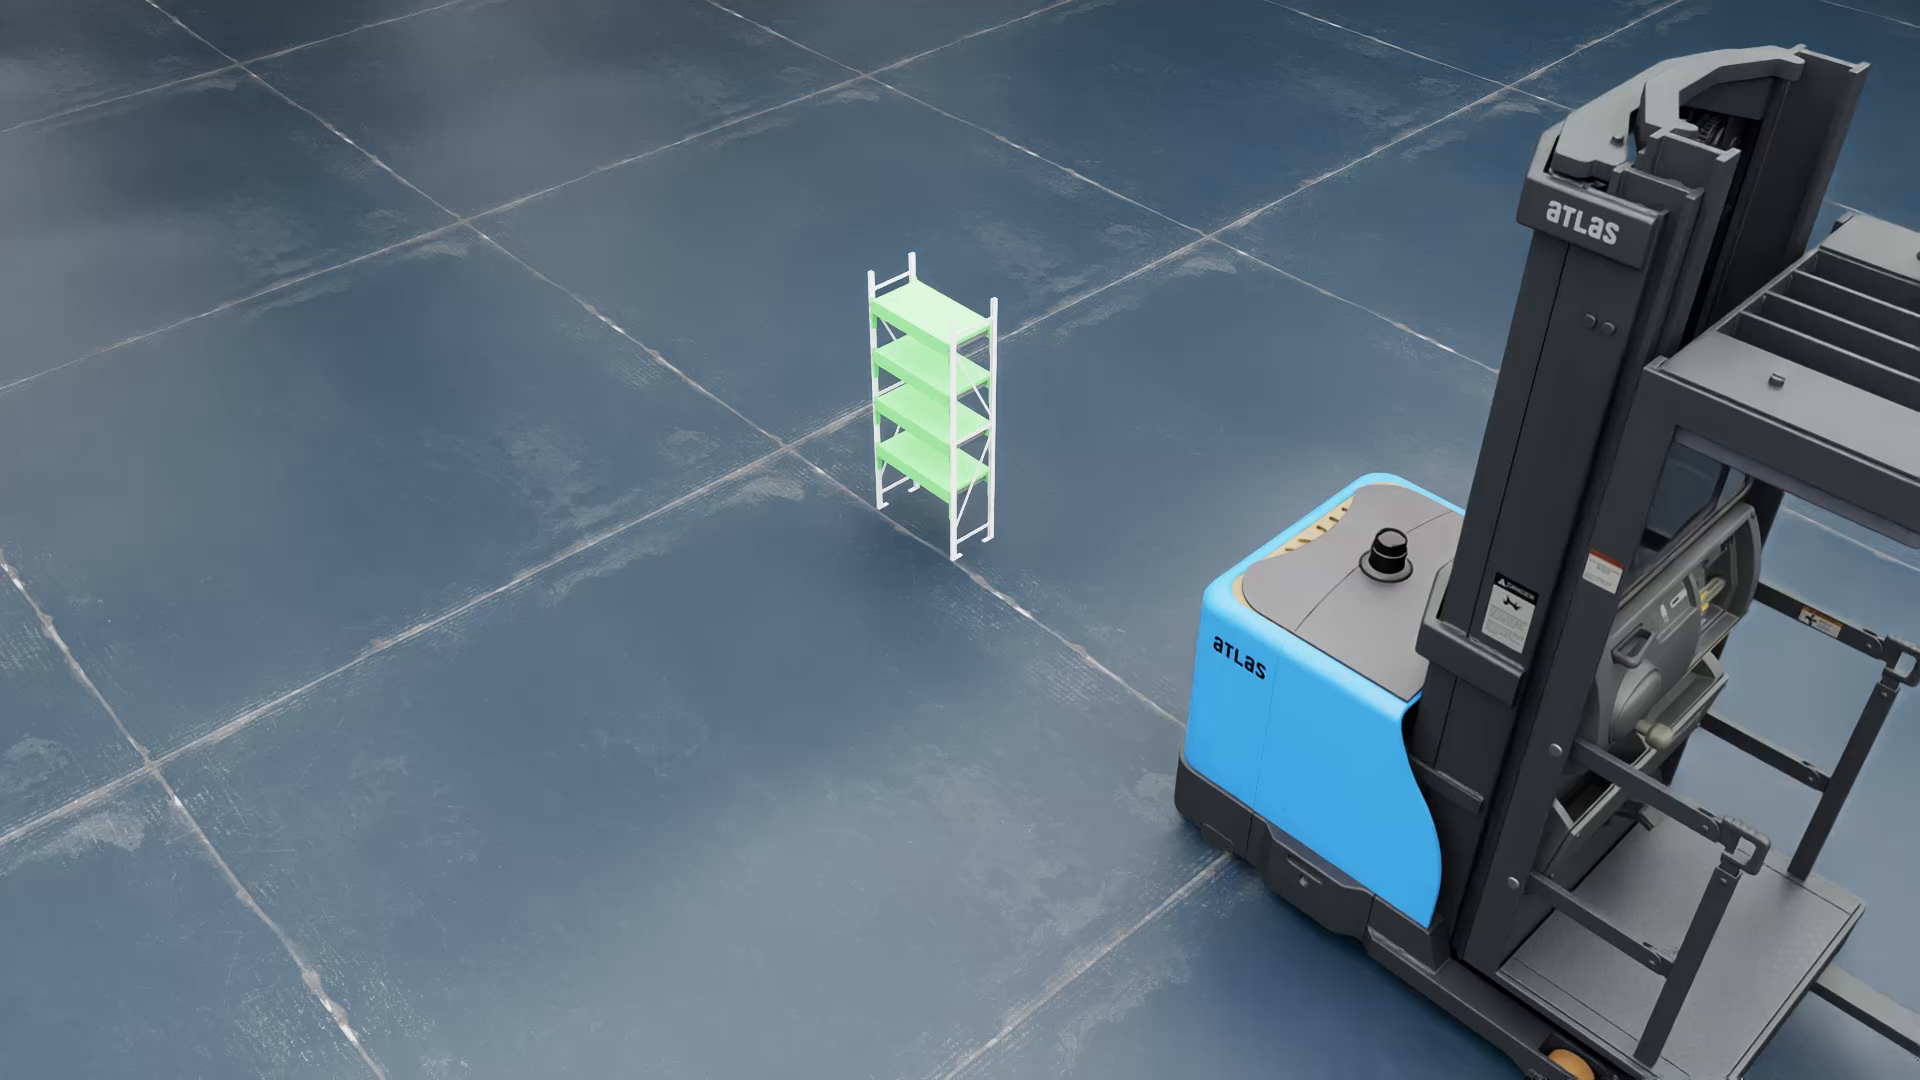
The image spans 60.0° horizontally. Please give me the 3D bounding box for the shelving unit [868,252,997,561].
[{"bbox_3d":[-0.112,-0.543,6.968,0.258,1.200,0.503,-30,48,-32],"label":"shelving unit"}]

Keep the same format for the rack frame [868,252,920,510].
[{"bbox_3d":[-0.277,-0.656,7.108,0.240,1.200,0.015,-30,48,-32],"label":"rack frame"}]

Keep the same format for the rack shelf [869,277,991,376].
[{"bbox_3d":[-0.112,-0.867,6.706,0.258,0.148,0.480,-30,48,-32],"label":"rack shelf"}]

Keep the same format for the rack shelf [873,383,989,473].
[{"bbox_3d":[-0.112,-0.494,7.008,0.258,0.148,0.480,-30,48,-32],"label":"rack shelf"}]

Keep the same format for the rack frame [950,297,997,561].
[{"bbox_3d":[0.053,-0.430,6.828,0.240,1.200,0.015,-30,48,-32],"label":"rack frame"}]

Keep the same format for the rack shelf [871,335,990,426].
[{"bbox_3d":[-0.112,-0.680,6.857,0.258,0.148,0.480,-30,48,-32],"label":"rack shelf"}]

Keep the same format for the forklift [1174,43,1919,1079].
[{"bbox_3d":[2.154,0.309,4.535,1.130,2.935,3.031,-31,48,-33],"label":"forklift"}]

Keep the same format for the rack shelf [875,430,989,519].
[{"bbox_3d":[-0.112,-0.307,7.159,0.258,0.148,0.480,-30,48,-32],"label":"rack shelf"}]
